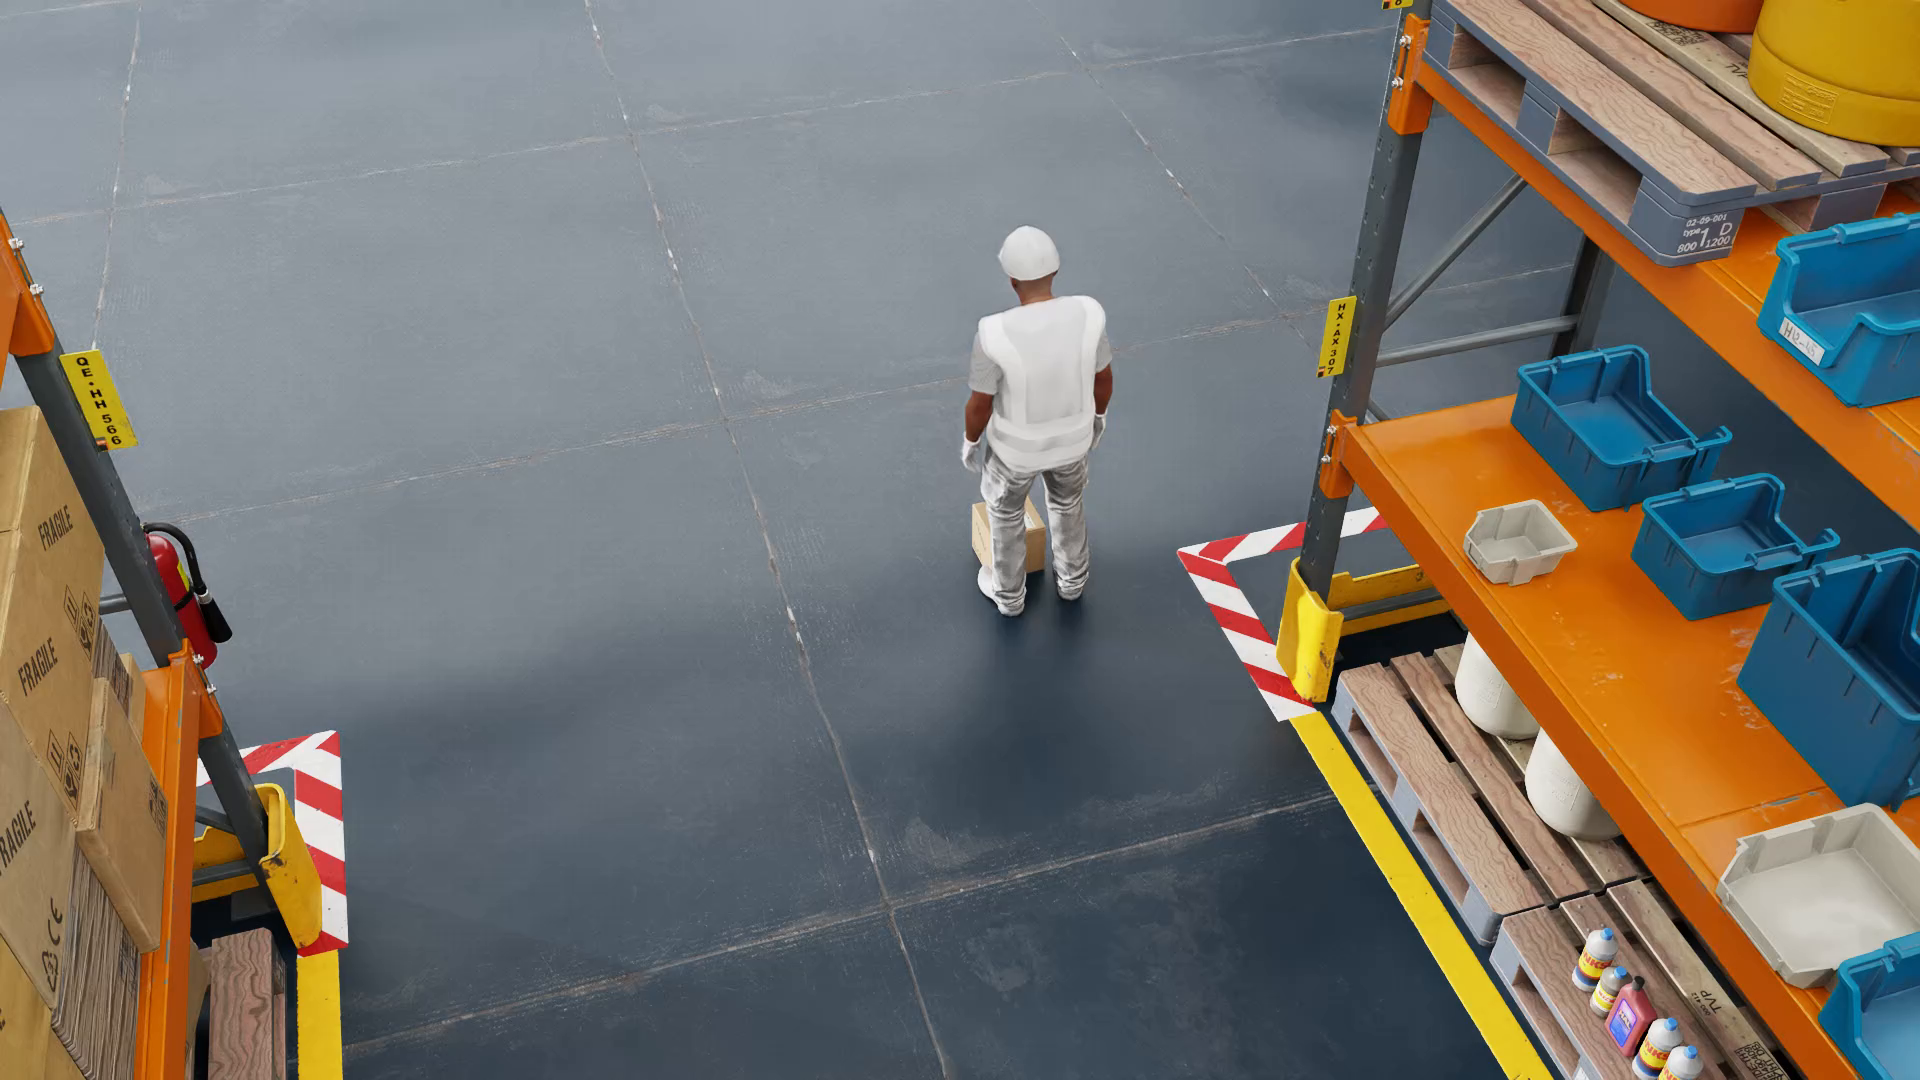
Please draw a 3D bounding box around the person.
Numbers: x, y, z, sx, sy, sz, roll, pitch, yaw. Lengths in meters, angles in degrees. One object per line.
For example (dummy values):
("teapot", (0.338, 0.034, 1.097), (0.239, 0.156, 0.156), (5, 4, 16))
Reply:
("person", (0.303, -0.433, 6.637), (0.614, 1.772, 0.449), (-13, 43, -14))
